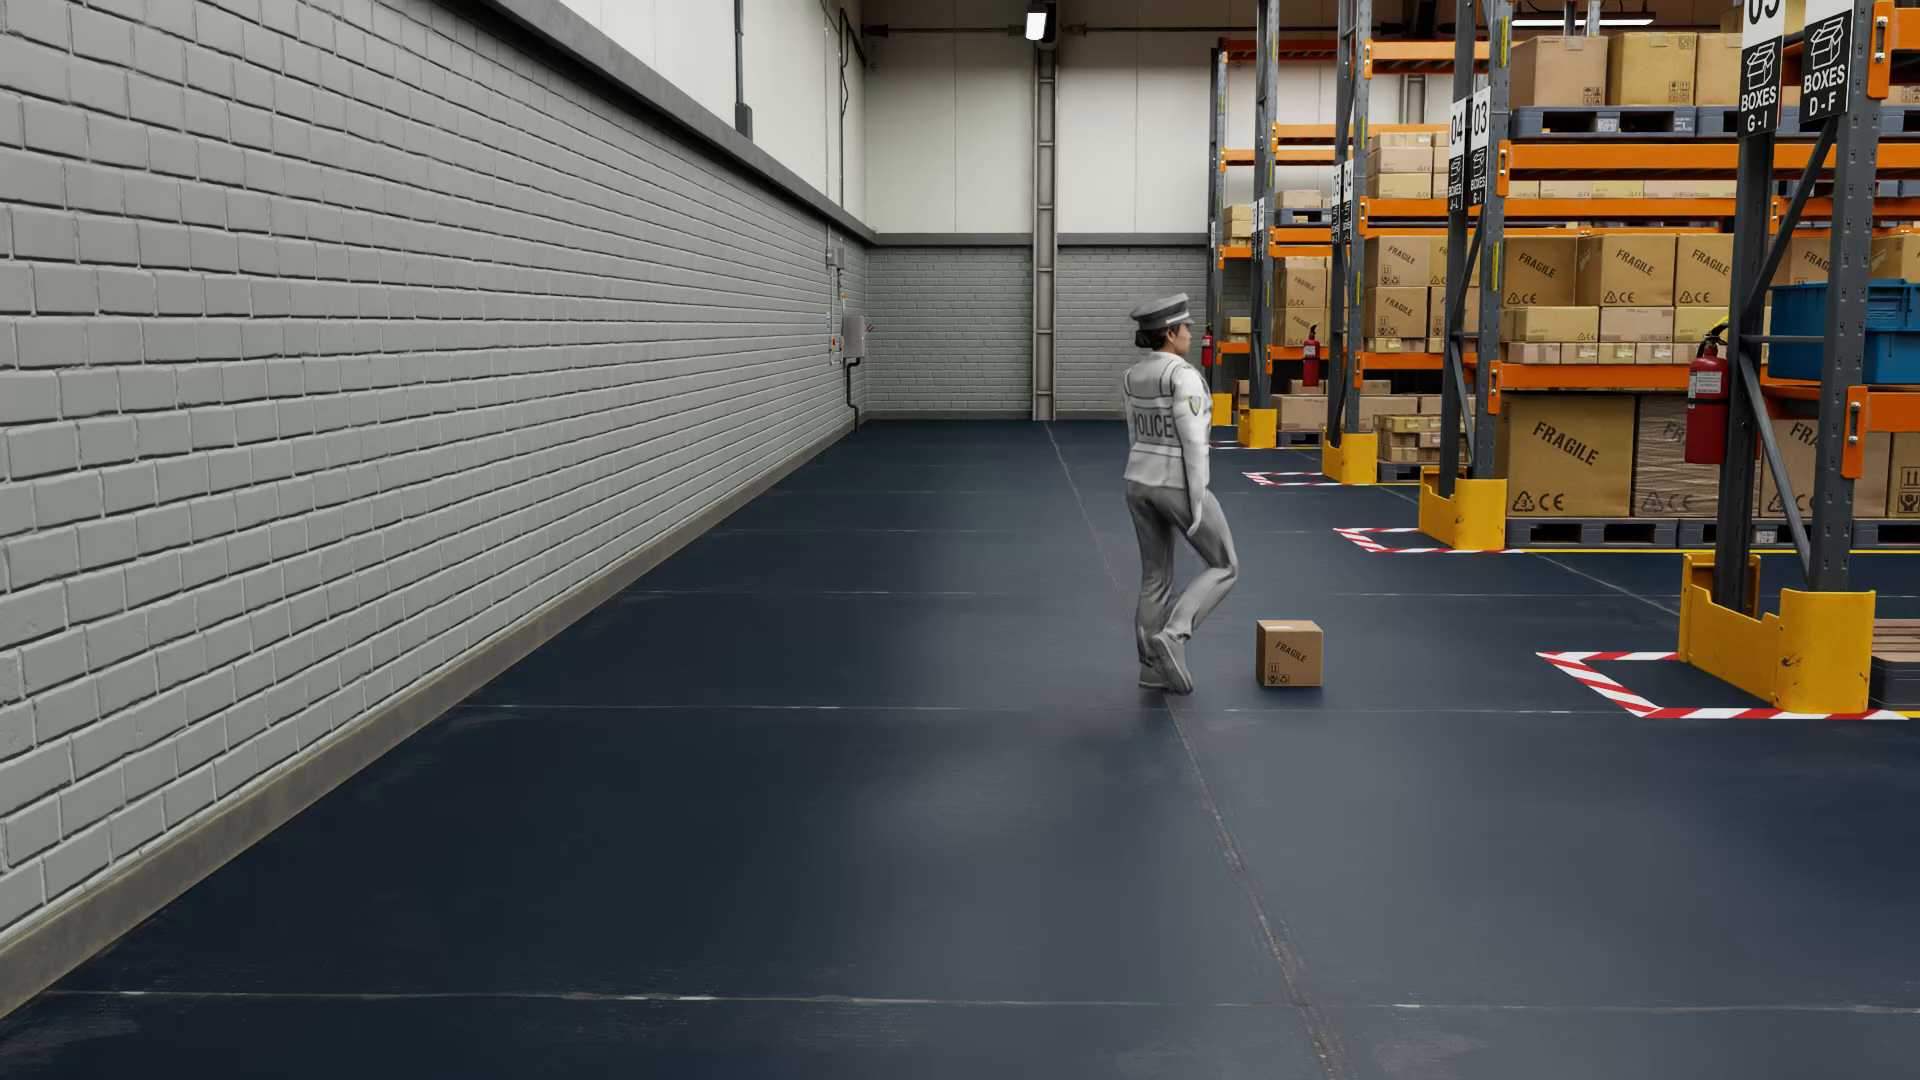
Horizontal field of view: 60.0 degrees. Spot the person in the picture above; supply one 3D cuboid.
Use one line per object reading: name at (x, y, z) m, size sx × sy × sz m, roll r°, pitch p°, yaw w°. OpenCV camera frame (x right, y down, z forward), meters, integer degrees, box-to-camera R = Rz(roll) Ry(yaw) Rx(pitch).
person at (0.907, -0.201, 7.039) m, size 0.435 × 1.678 × 0.495 m, roll -6°, pitch 10°, yaw -40°
